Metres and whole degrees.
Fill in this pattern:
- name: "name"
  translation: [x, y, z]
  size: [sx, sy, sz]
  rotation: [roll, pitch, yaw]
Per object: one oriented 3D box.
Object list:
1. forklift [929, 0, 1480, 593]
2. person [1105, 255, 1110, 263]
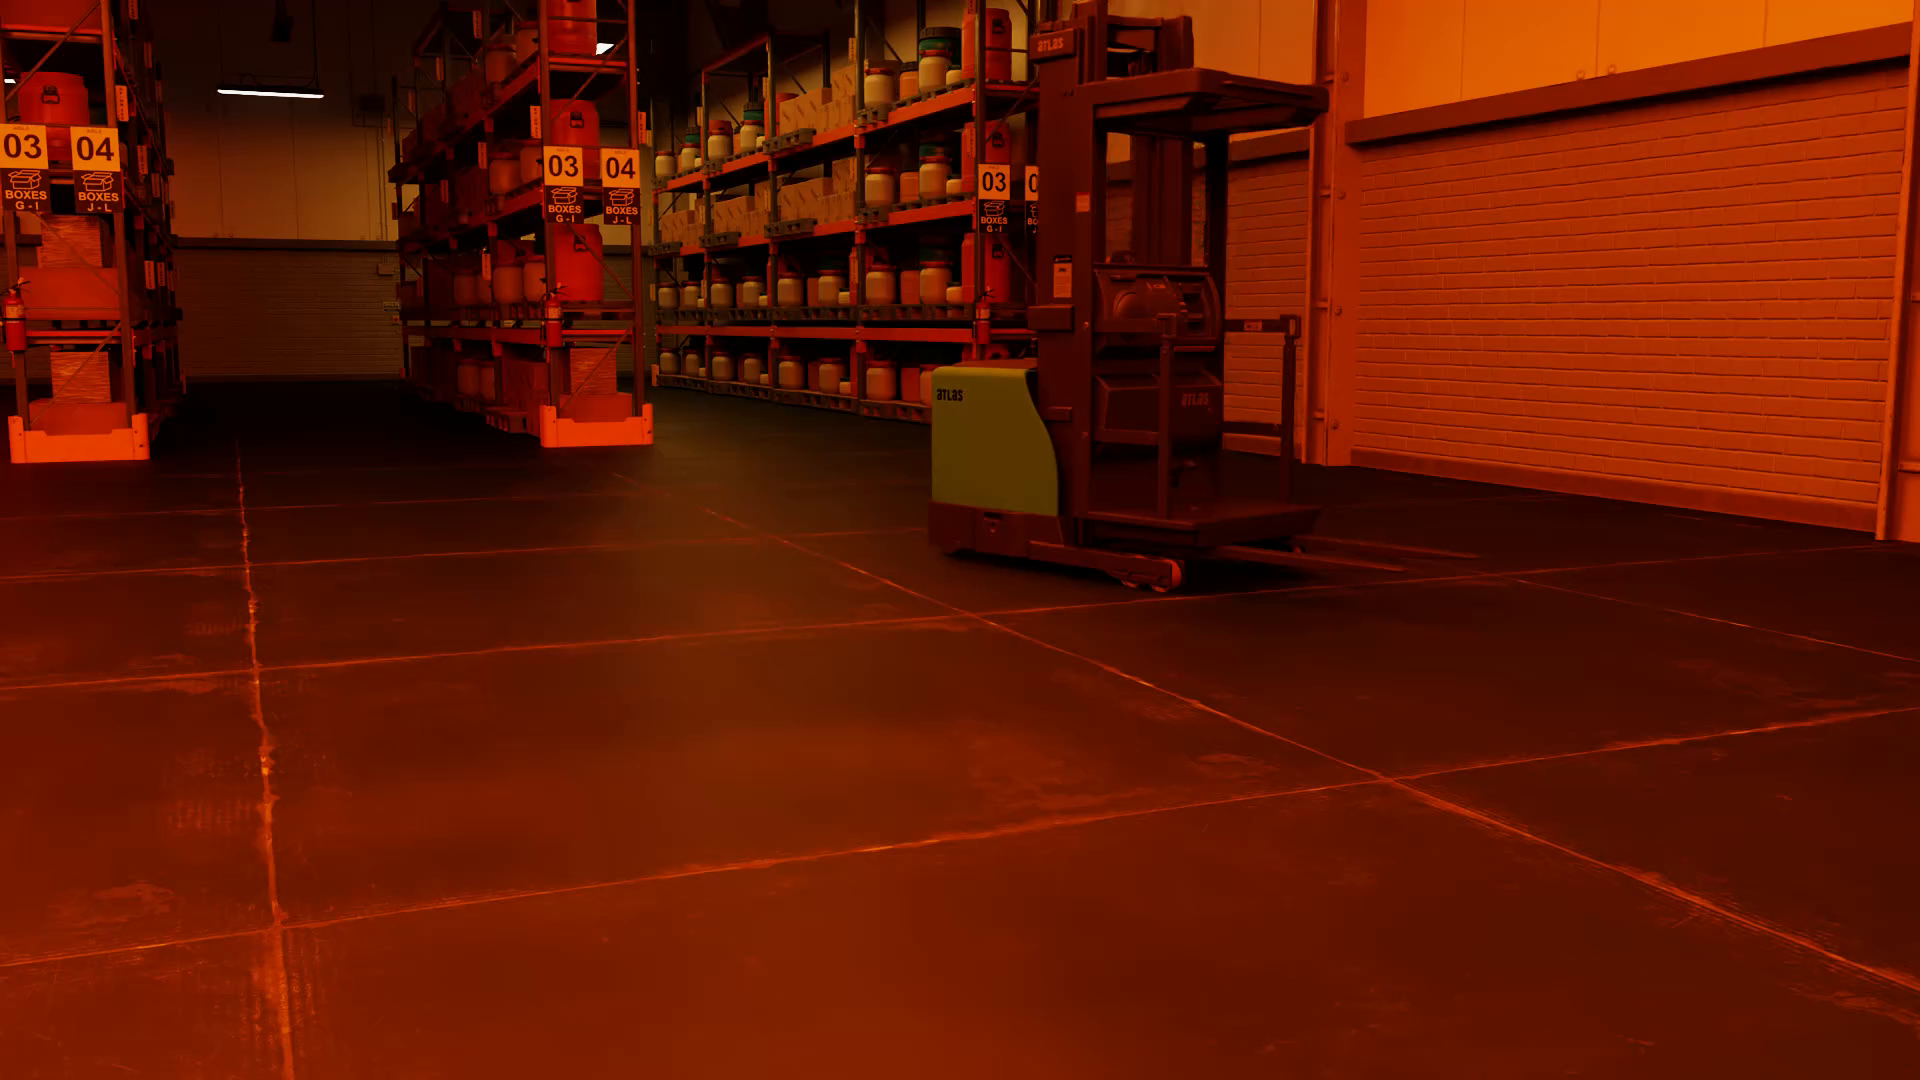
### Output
- name: "forklift"
  translation: [1.189, -1.269, 8.565]
  size: [1.130, 2.935, 3.031]
  rotation: [-7, 10, -42]
- name: "person"
  translation: [0.907, -0.921, 10.488]
  size: [0.899, 1.750, 0.426]
  rotation: [5, 9, 35]
